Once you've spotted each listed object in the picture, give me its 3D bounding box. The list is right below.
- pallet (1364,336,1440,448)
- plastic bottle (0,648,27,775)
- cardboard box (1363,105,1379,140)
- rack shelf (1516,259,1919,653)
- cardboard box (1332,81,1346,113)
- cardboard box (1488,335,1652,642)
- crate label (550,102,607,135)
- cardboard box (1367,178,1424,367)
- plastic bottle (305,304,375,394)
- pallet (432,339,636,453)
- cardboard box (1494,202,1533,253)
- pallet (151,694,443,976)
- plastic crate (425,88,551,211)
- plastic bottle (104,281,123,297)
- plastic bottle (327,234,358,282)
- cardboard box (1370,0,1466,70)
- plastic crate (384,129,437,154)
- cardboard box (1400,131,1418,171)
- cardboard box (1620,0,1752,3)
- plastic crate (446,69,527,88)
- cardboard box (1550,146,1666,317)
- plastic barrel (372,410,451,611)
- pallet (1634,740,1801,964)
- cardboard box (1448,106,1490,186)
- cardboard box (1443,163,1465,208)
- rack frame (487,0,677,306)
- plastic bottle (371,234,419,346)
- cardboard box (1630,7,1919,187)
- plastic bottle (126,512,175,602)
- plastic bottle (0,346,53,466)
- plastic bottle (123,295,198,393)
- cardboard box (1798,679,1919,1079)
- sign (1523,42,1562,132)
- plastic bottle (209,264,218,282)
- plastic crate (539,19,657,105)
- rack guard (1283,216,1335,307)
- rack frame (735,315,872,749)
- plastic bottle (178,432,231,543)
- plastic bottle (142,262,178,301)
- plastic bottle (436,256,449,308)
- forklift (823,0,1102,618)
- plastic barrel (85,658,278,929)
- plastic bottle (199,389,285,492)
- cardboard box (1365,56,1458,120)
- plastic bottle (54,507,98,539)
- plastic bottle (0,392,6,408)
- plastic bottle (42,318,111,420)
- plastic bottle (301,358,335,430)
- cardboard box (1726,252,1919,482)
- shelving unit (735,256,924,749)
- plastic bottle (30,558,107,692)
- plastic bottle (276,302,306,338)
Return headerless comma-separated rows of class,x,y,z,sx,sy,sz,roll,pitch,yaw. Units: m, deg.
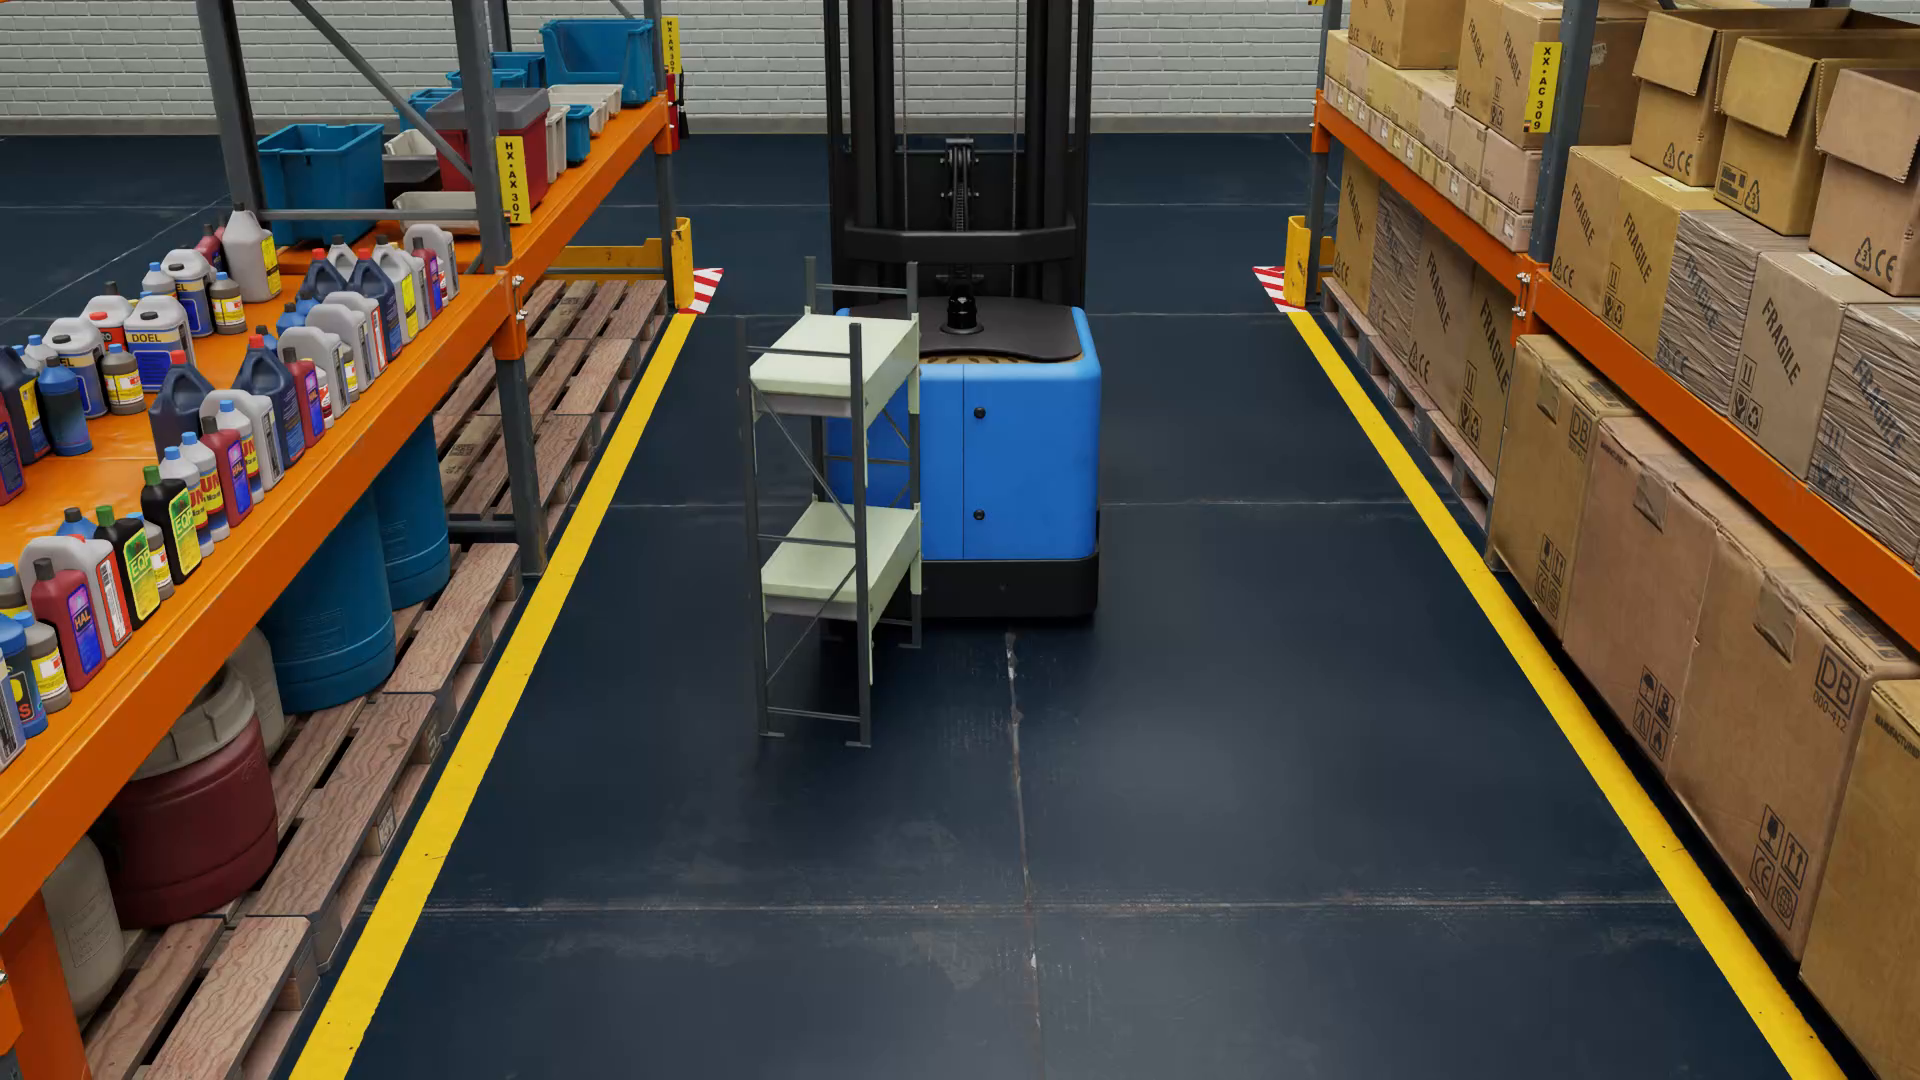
pallet,2.771,-0.799,8.761,1.003,0.211,1.213,0,24,-1
plastic bottle,-1.873,0.295,3.108,0.152,0.276,0.135,0,24,-1
cardboard box,2.361,-2.215,8.812,0.380,0.149,0.250,-1,24,-2
rack shelf,2.739,-0.100,4.705,1.077,0.370,4.000,0,24,-1
cardboard box,2.352,-2.533,9.515,0.380,0.149,0.250,-1,24,-1
cardboard box,2.745,-0.212,6.147,1.225,0.875,0.875,0,24,0
crate label,-2.072,-2.216,8.757,0.396,0.136,0.243,0,24,-1
cardboard box,2.771,-1.485,8.963,0.875,0.875,0.875,0,24,-1
plastic bottle,-1.897,-0.599,5.084,0.152,0.276,0.135,0,24,-1
pallet,-2.298,-0.766,8.688,1.003,0.211,1.213,0,24,-1
cardboard box,2.387,-1.262,6.705,0.380,0.149,0.250,0,24,0
pallet,-2.252,0.863,5.087,1.003,0.211,1.213,0,24,-1
plastic crate,-1.994,-1.656,7.120,0.402,0.464,0.583,0,24,-1
plastic bottle,-2.648,-0.658,5.206,0.061,0.283,0.133,0,24,-1
plastic bottle,-2.042,-0.830,5.504,0.144,0.351,0.185,0,24,-1
cardboard box,2.426,-2.691,8.471,0.500,0.500,0.500,-1,24,-2
plastic crate,-2.555,-1.853,7.955,0.293,0.136,0.466,0,24,-1
cardboard box,2.371,-1.896,8.108,0.380,0.149,0.250,0,24,0
cardboard box,2.970,-2.063,7.082,0.500,0.500,0.500,0,24,-1
plastic crate,-2.598,-2.455,9.168,0.416,0.233,0.300,0,24,-1
cardboard box,2.473,-1.107,5.937,0.500,0.500,0.500,0,24,0
plastic barrel,-2.246,-0.241,6.180,0.600,0.901,0.708,0,24,-1
pallet,2.818,0.840,5.137,1.003,0.211,1.213,0,24,-1
cardboard box,2.442,-1.713,7.220,0.500,0.250,0.500,0,24,1
cardboard box,2.378,-1.580,7.408,0.380,0.149,0.250,0,24,0
rack frame,-2.279,-2.878,9.974,1.000,3.000,0.127,0,24,-1
plastic bottle,-1.898,-0.830,5.506,0.144,0.351,0.185,0,24,-1
cardboard box,2.733,-1.492,5.570,0.797,0.503,0.637,-1,24,-2
plastic bottle,-1.853,0.035,3.773,0.097,0.201,0.097,0,24,0
plastic bottle,-2.598,-0.392,4.536,0.144,0.351,0.185,0,24,-1
plastic bottle,-2.449,-0.600,5.088,0.152,0.276,0.135,0,24,-1
cardboard box,2.775,0.888,3.715,1.225,0.875,0.875,-1,24,-3
sign,2.163,-1.680,6.177,0.100,0.325,0.005,0,24,-1
plastic bottle,-2.637,-0.884,5.806,0.097,0.201,0.097,0,24,0
plastic crate,-2.088,-2.785,9.651,0.616,0.435,0.499,0,24,-1
rack guard,2.674,-1.772,10.560,1.175,0.500,0.348,0,24,-1
rack frame,-0.498,0.008,5.413,0.400,1.500,0.023,5,25,11
plastic bottle,-1.857,-0.132,4.057,0.097,0.271,0.097,0,24,0
plastic bottle,-2.633,-0.780,5.491,0.097,0.271,0.097,0,24,0
plastic bottle,-1.879,-0.931,5.909,0.097,0.201,0.097,0,24,0
forklift,-0.010,-1.595,7.220,1.130,2.935,3.031,0,24,-1
plastic barrel,-2.226,0.659,4.570,0.600,0.588,0.708,0,24,-1
plastic bottle,-1.888,-0.276,4.372,0.152,0.276,0.135,0,24,-1
cardboard box,2.423,-2.348,8.621,0.500,0.250,0.500,-1,24,-2
plastic bottle,-1.913,0.059,3.636,0.097,0.271,0.097,0,24,0
plastic bottle,-2.577,-0.296,4.406,0.061,0.283,0.133,0,24,-1
plastic bottle,-2.598,-0.504,4.875,0.152,0.276,0.135,0,24,-1
plastic bottle,-1.865,-0.422,4.783,0.097,0.201,0.097,0,24,0
cardboard box,2.495,-0.481,4.552,0.500,0.500,0.500,0,24,0
shelving unit,-0.421,-0.139,5.738,0.431,1.500,0.755,5,25,11
plastic bottle,-1.831,0.156,3.407,0.061,0.283,0.133,0,24,-1
plastic bottle,-2.021,-0.588,5.067,0.097,0.271,0.097,0,24,0
